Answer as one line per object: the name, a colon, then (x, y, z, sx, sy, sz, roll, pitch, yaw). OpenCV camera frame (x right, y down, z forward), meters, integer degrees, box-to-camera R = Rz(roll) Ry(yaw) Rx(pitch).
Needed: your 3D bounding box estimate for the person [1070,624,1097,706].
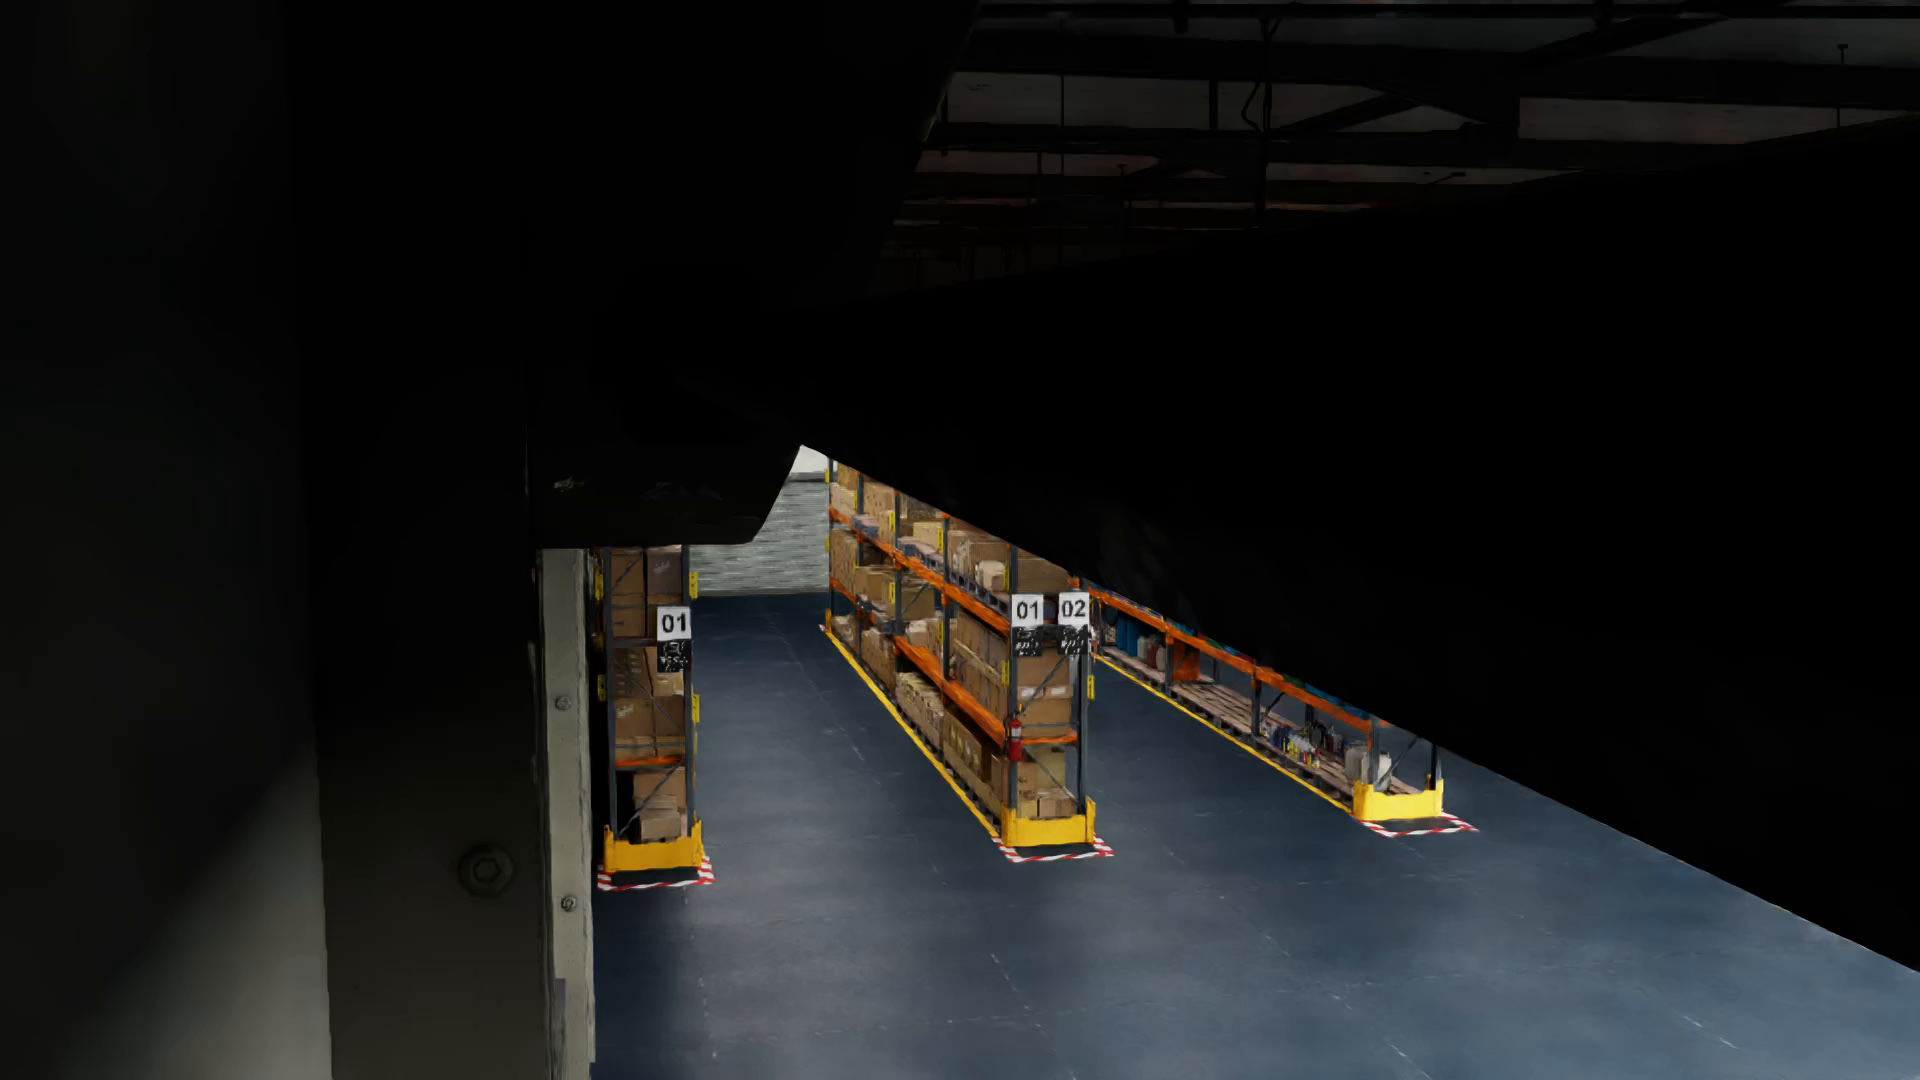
person: (2.054, 2.055, 28.937, 0.682, 1.715, 0.542, -2, 7, -14)
